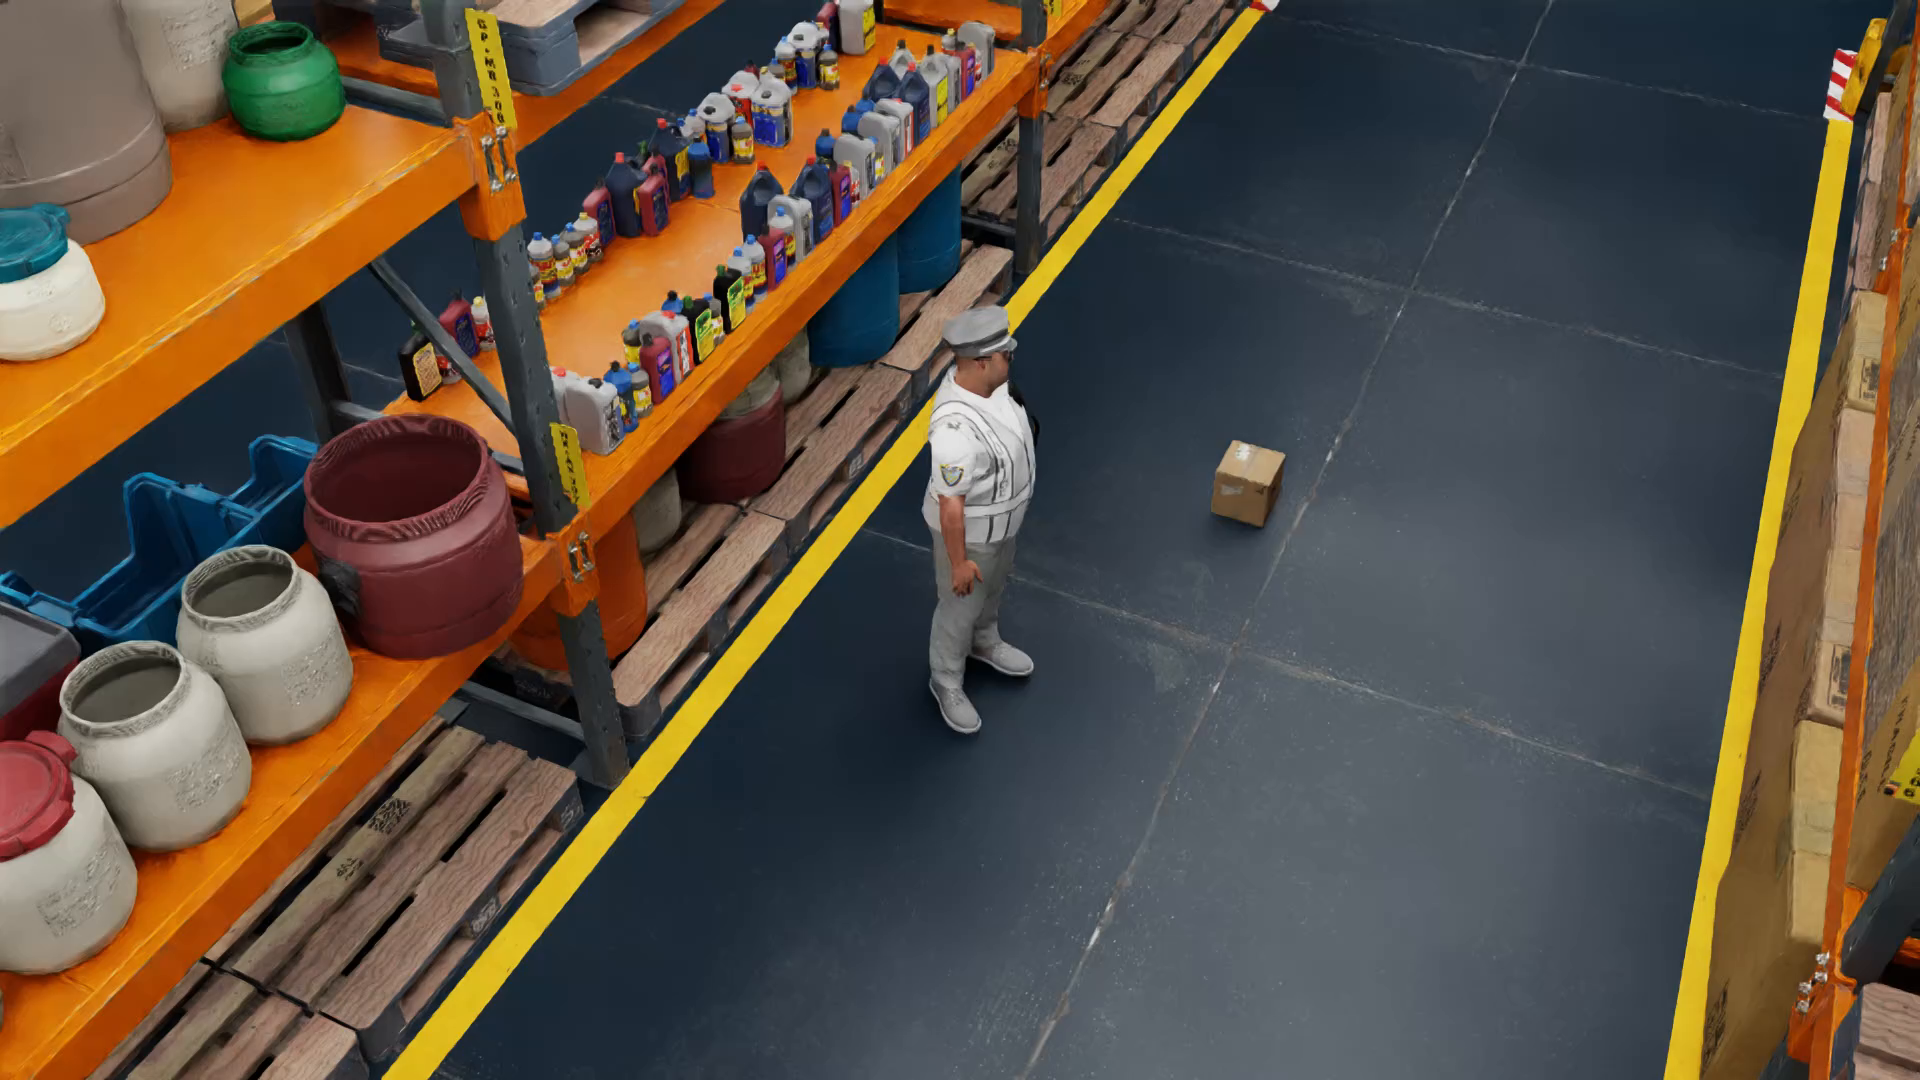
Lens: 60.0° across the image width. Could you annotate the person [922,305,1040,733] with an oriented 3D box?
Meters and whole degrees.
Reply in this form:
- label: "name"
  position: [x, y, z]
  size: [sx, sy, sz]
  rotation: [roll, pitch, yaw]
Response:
- label: "person"
  position: [0.073, -0.091, 6.216]
  size: [0.413, 1.769, 0.614]
  rotation: [13, 43, 14]
